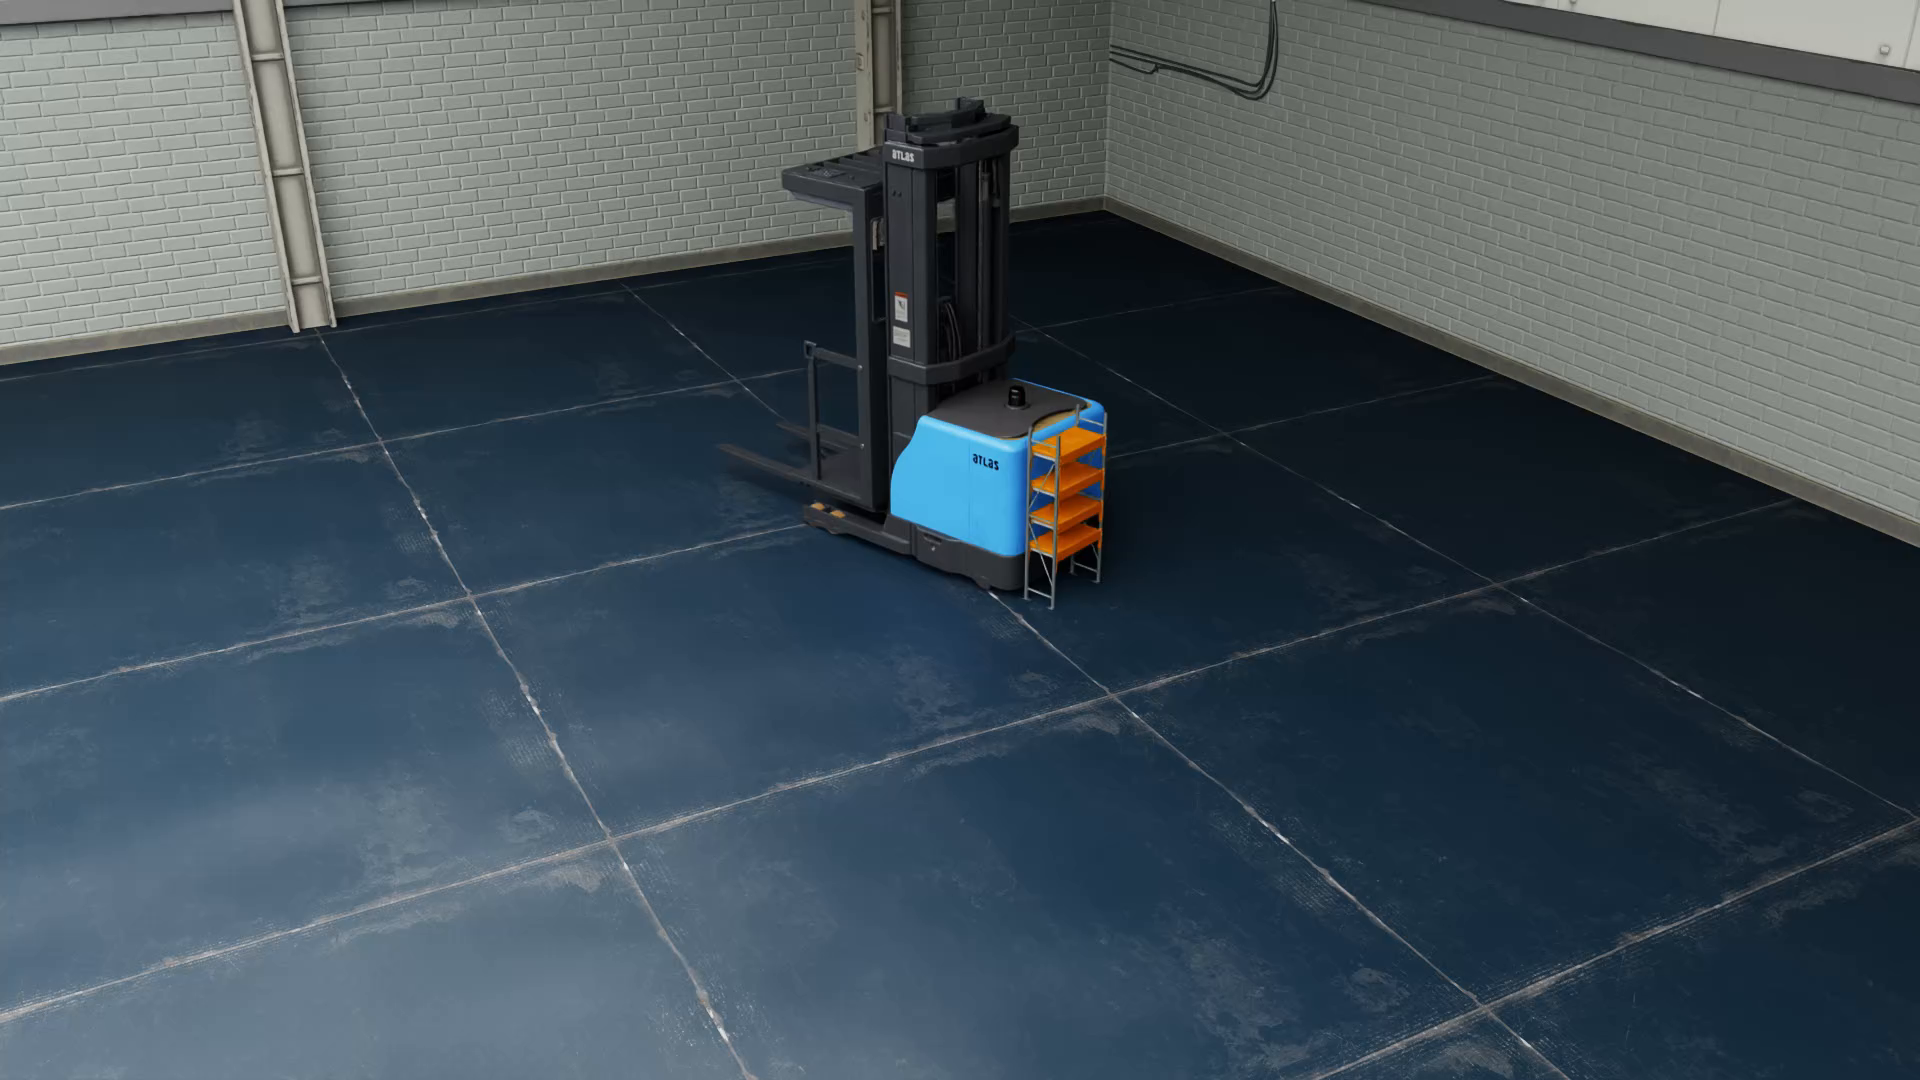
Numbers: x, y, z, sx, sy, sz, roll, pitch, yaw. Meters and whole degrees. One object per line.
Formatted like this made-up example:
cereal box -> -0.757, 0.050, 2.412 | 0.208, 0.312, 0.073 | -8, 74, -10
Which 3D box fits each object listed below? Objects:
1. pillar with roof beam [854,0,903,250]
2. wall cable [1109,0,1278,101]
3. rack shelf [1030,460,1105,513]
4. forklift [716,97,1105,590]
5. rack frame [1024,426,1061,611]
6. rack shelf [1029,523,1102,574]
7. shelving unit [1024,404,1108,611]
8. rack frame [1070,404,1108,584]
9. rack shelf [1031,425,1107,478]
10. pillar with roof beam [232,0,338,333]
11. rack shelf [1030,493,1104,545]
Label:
pillar with roof beam -> 1.170, -5.679, 12.983 | 0.400, 9.000, 9.100 | -13, 29, -25
wall cable -> 2.366, -6.018, 17.277 | 0.112, 2.526, 3.097 | -13, 29, -25
rack shelf -> 0.673, -0.347, 10.525 | 0.258, 0.148, 0.480 | 21, 33, 36
forklift -> -0.477, -1.512, 11.315 | 3.031, 2.935, 1.130 | 20, 32, 36
rack frame -> 0.513, -0.126, 10.426 | 0.240, 1.200, 0.015 | 21, 33, 36
rack shelf -> 0.671, 0.033, 10.709 | 0.258, 0.148, 0.480 | 21, 33, 36
shelving unit -> 0.672, -0.206, 10.593 | 0.258, 1.200, 0.503 | 21, 33, 36
rack frame -> 0.831, -0.286, 10.760 | 0.240, 1.200, 0.015 | 21, 33, 36
rack shelf -> 0.674, -0.560, 10.421 | 0.258, 0.148, 0.480 | 21, 33, 36
pillar with roof beam -> -4.124, -4.457, 10.437 | 0.400, 9.000, 9.100 | -13, 29, -25
rack shelf -> 0.672, -0.145, 10.622 | 0.258, 0.148, 0.480 | 21, 33, 36
